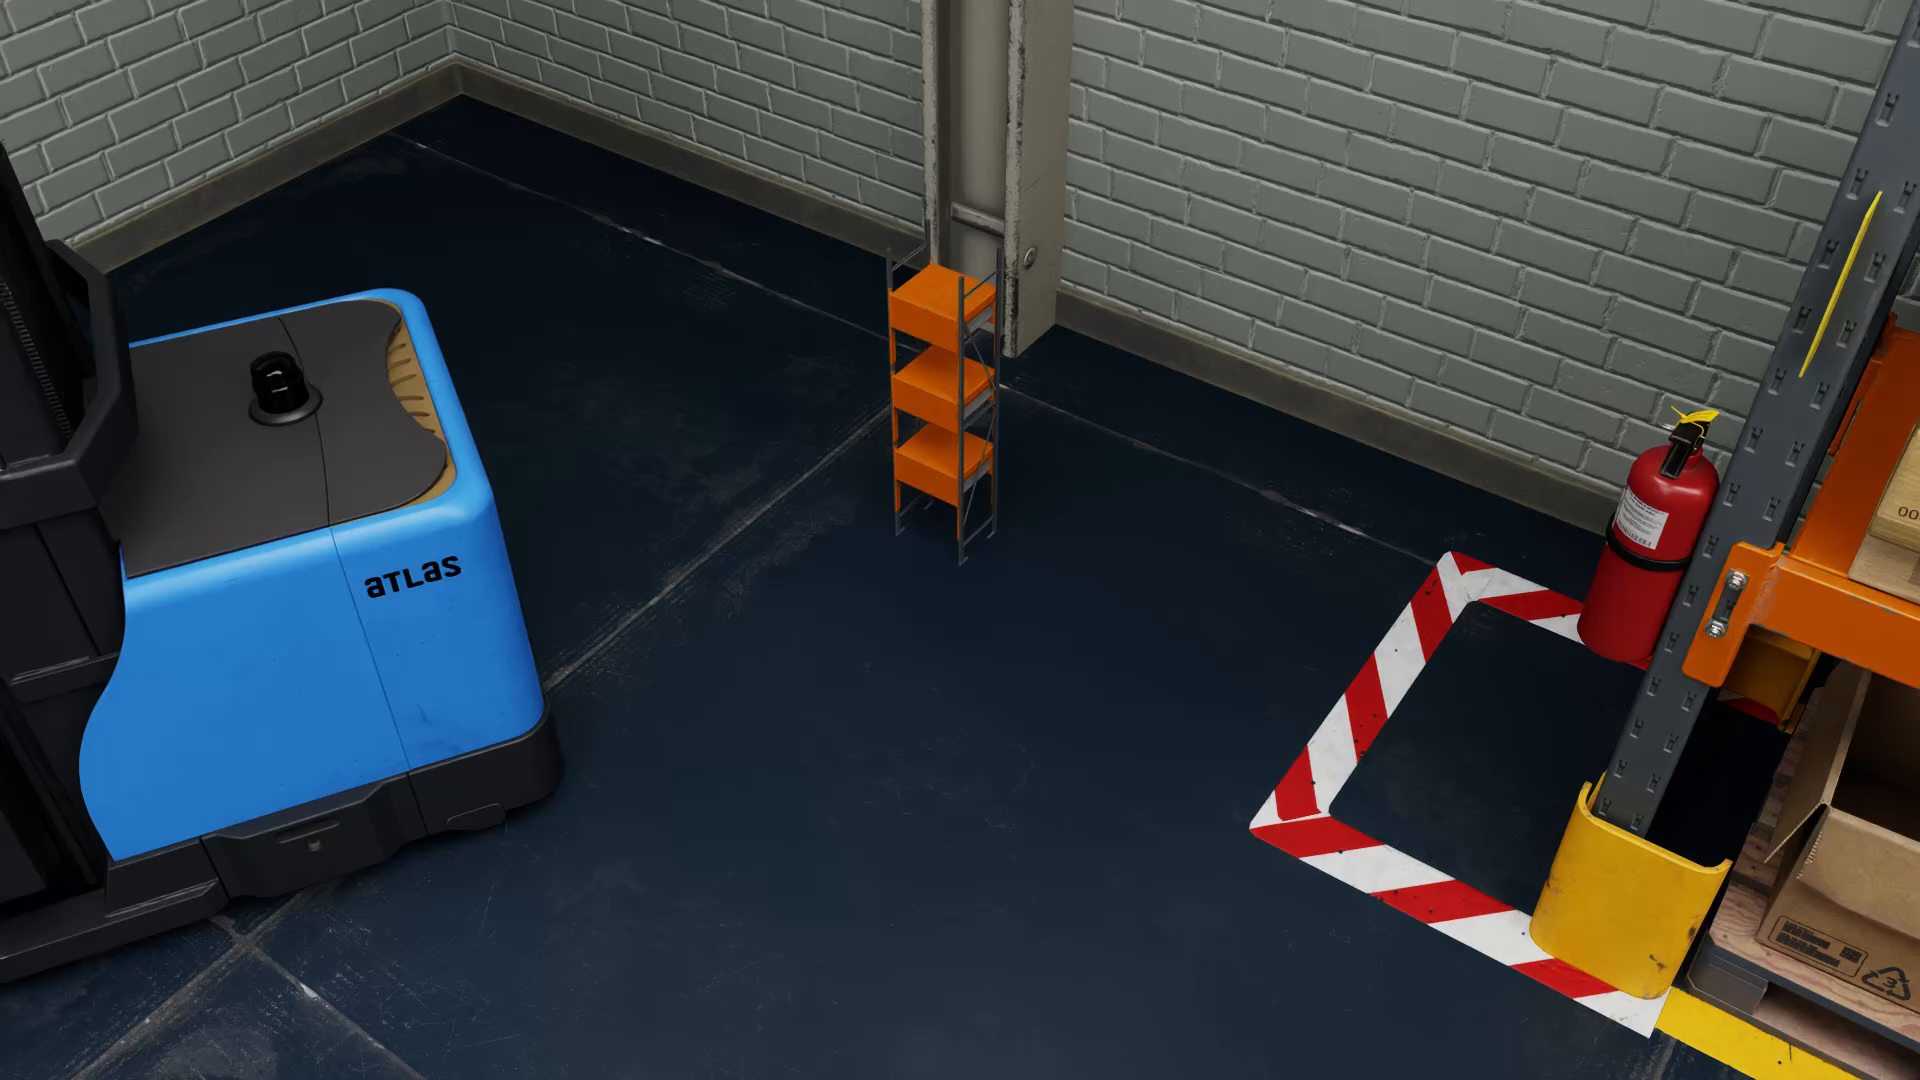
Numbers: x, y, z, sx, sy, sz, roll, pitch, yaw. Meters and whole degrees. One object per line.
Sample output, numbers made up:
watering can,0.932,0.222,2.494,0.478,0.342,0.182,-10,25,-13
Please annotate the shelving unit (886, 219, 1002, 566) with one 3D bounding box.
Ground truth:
shelving unit,-0.044,-0.412,4.923,0.252,1.050,0.215,25,48,25

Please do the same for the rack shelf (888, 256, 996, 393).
rack shelf,-0.044,-0.615,4.741,0.240,0.259,0.215,25,48,25

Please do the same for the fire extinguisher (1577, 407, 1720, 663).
fire extinguisher,1.425,-0.042,3.385,0.183,0.674,0.296,25,48,25

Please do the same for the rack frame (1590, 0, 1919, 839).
rack frame,1.810,-0.405,3.454,0.127,3.000,1.000,25,48,25

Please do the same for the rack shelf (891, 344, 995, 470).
rack shelf,-0.044,-0.404,4.930,0.240,0.259,0.215,25,48,25

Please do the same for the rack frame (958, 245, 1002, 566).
rack frame,0.056,-0.365,4.871,0.008,1.050,0.200,25,48,25

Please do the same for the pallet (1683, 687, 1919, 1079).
pallet,2.526,0.968,4.010,1.213,0.211,1.003,25,48,25

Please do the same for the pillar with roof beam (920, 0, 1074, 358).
pillar with roof beam,-2.352,-1.815,0.530,0.400,9.000,9.100,25,48,25

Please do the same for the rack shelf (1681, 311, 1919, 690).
rack shelf,3.448,0.628,2.838,4.000,0.370,1.077,25,48,25

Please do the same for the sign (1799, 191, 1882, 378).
sign,1.499,-0.432,2.834,0.005,0.325,0.100,25,48,25

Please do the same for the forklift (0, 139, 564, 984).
forklift,-2.622,-0.287,3.373,3.031,2.935,1.130,-17,44,-18

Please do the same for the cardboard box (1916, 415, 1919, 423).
cardboard box,2.236,-0.331,3.559,0.250,0.149,0.380,25,47,25

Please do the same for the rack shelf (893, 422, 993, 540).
rack shelf,-0.044,-0.197,5.115,0.240,0.259,0.215,25,48,25

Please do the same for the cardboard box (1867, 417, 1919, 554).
cardboard box,2.027,-0.140,3.046,0.500,0.250,0.500,25,48,26

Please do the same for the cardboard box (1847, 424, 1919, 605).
cardboard box,1.922,-0.036,3.229,0.250,0.149,0.380,25,47,25

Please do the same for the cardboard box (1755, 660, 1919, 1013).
cardboard box,2.257,0.654,3.826,0.637,0.503,0.797,23,47,24

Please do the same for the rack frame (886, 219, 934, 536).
rack frame,-0.144,-0.458,4.975,0.008,1.050,0.200,25,48,25

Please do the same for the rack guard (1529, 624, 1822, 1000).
rack guard,1.873,0.555,4.255,0.348,0.500,1.175,25,48,25
